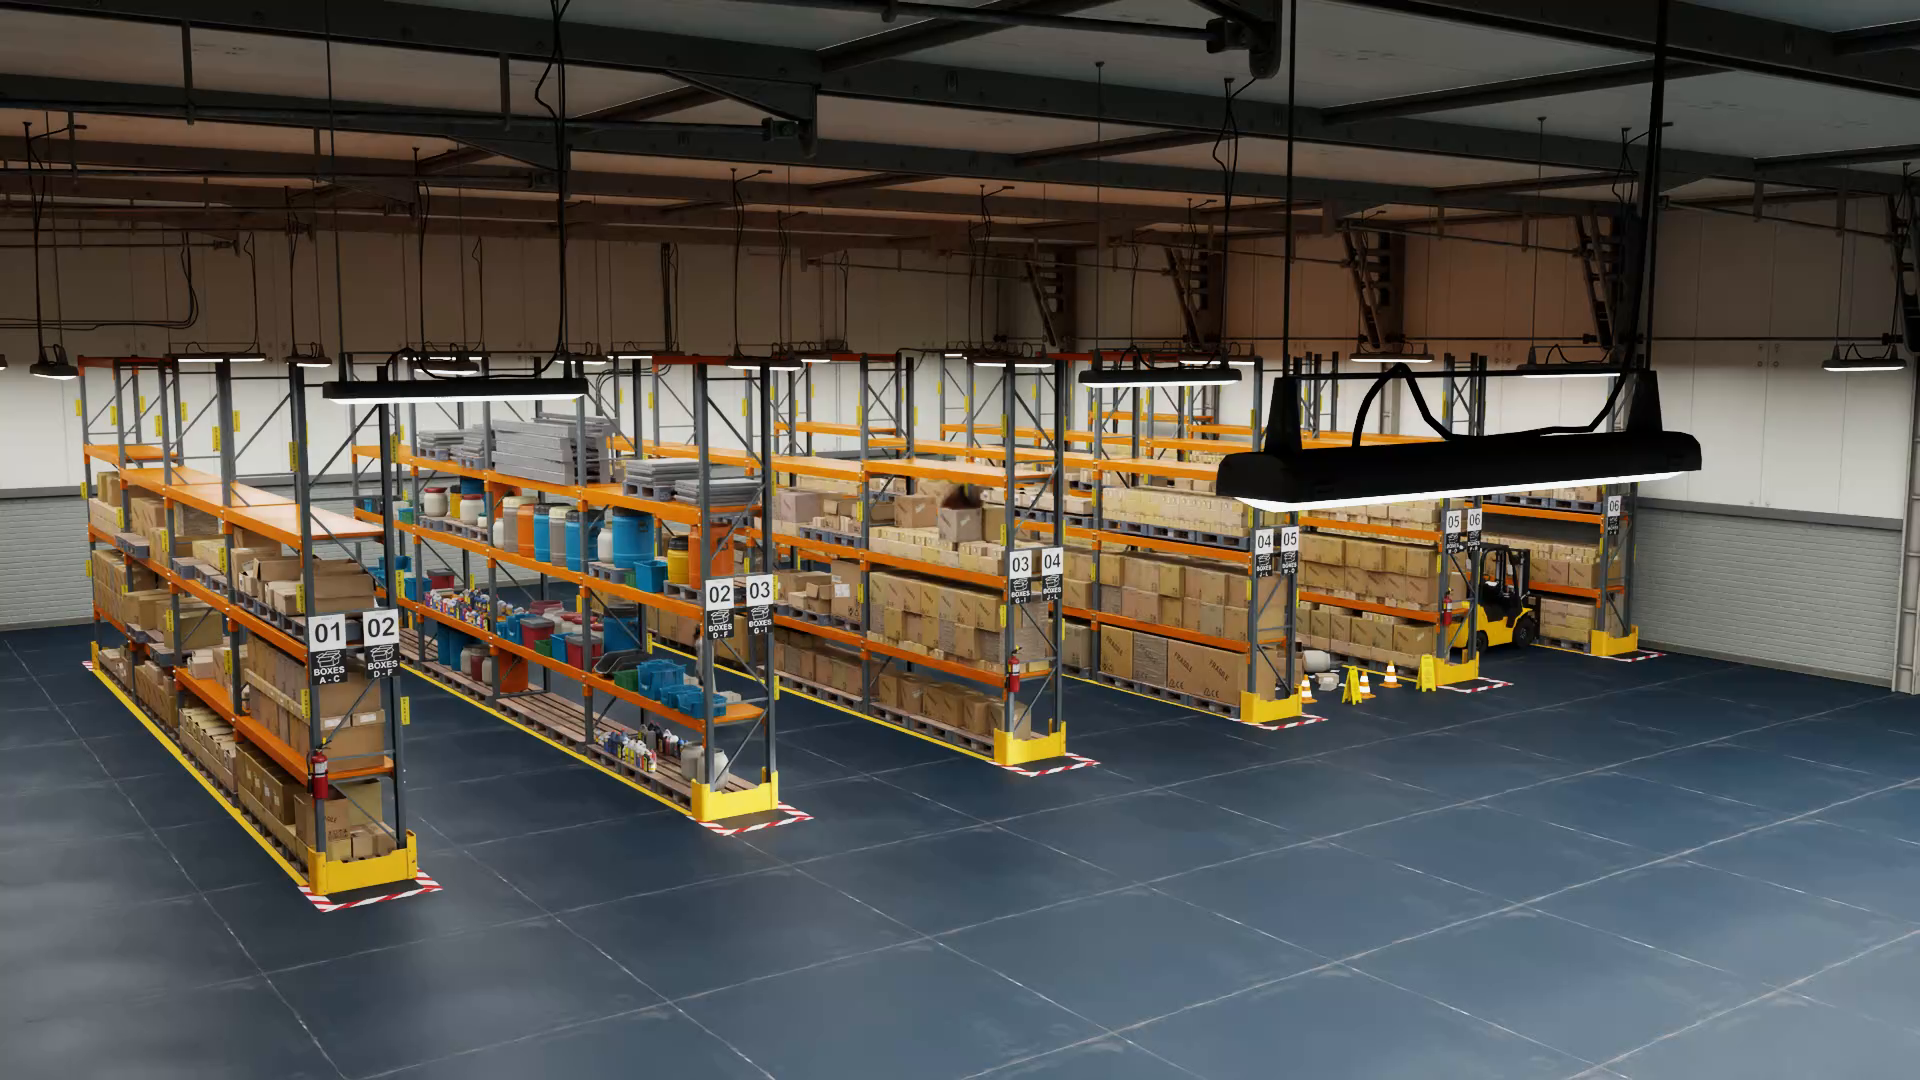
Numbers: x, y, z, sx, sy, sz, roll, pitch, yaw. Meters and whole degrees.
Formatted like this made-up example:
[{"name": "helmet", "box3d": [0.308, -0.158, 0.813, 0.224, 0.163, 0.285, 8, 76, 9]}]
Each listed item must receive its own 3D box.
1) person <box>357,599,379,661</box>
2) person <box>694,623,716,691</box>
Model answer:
[{"name": "person", "box3d": [-11.135, 1.683, 31.150, 0.672, 1.723, 1.096, -3, 7, -20]}, {"name": "person", "box3d": [-4.145, 2.192, 27.410, 0.510, 1.688, 0.487, -4, 8, -27]}]
